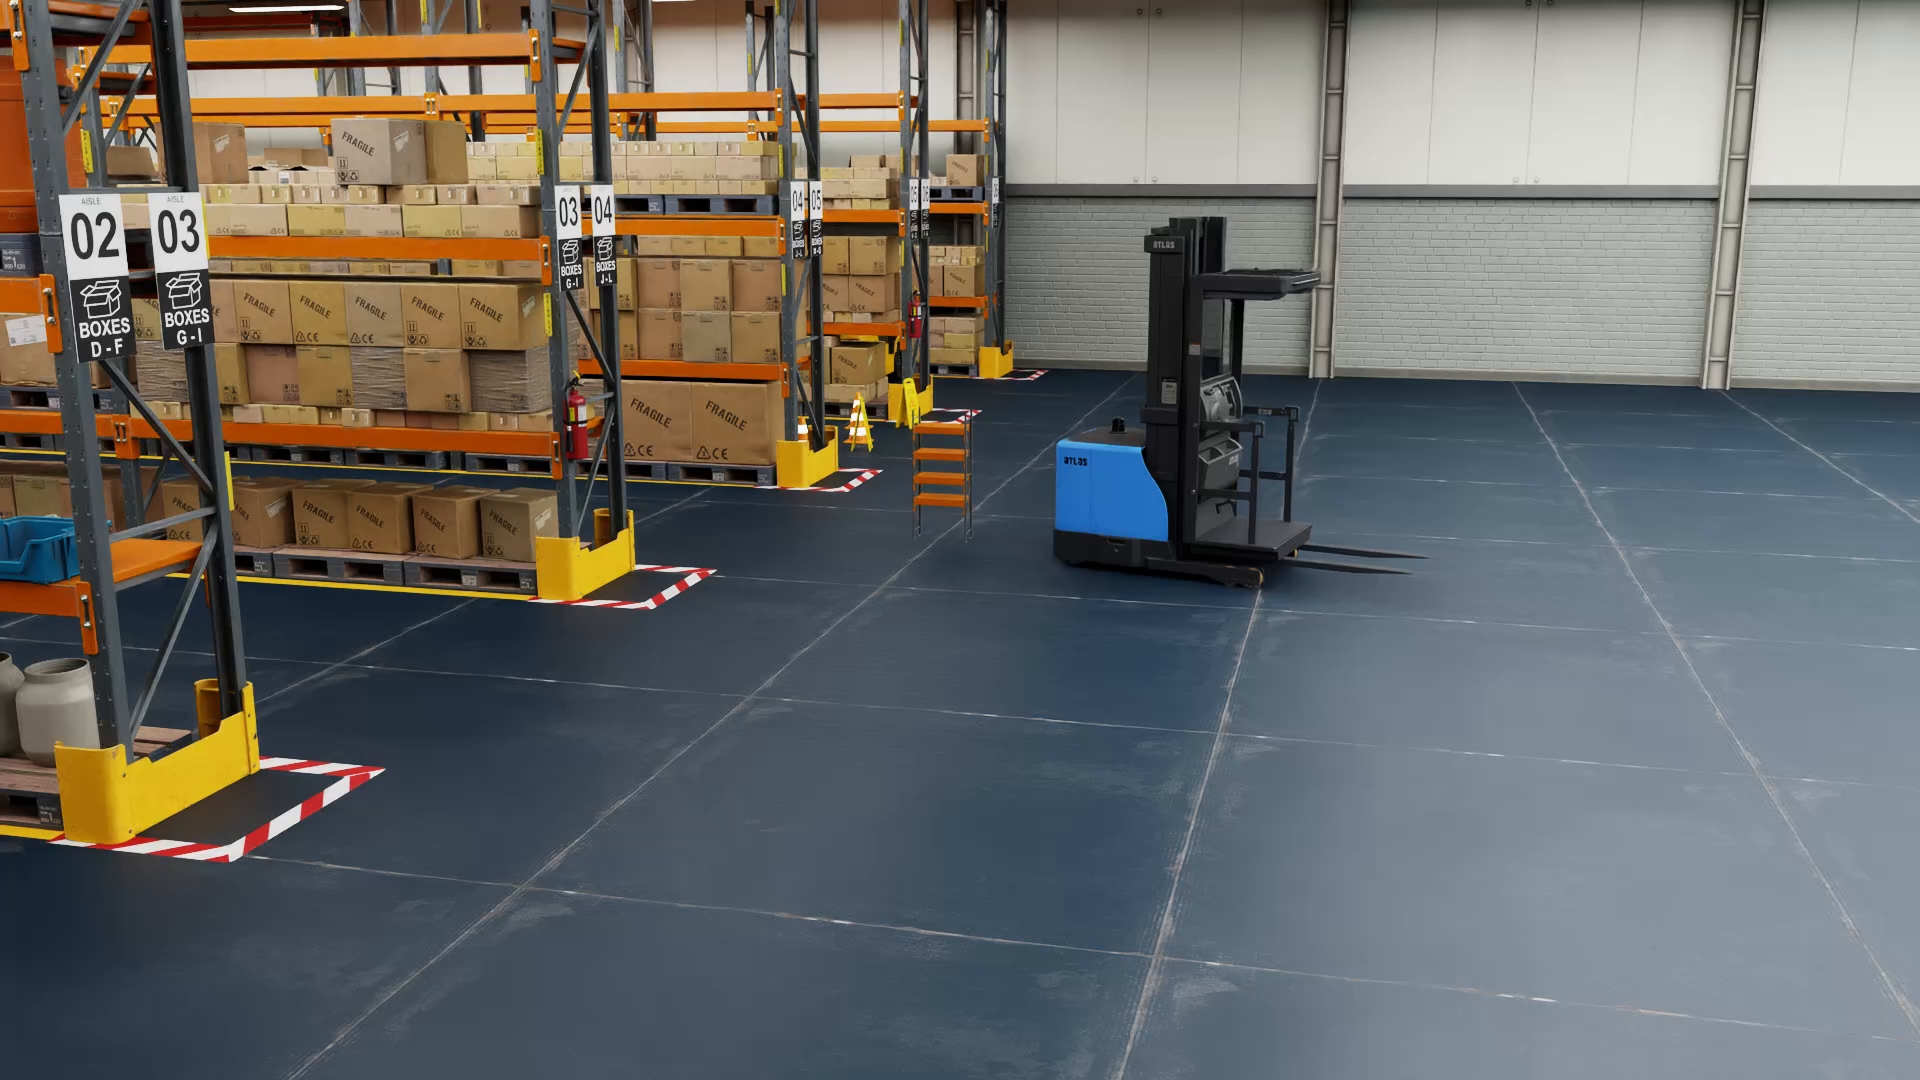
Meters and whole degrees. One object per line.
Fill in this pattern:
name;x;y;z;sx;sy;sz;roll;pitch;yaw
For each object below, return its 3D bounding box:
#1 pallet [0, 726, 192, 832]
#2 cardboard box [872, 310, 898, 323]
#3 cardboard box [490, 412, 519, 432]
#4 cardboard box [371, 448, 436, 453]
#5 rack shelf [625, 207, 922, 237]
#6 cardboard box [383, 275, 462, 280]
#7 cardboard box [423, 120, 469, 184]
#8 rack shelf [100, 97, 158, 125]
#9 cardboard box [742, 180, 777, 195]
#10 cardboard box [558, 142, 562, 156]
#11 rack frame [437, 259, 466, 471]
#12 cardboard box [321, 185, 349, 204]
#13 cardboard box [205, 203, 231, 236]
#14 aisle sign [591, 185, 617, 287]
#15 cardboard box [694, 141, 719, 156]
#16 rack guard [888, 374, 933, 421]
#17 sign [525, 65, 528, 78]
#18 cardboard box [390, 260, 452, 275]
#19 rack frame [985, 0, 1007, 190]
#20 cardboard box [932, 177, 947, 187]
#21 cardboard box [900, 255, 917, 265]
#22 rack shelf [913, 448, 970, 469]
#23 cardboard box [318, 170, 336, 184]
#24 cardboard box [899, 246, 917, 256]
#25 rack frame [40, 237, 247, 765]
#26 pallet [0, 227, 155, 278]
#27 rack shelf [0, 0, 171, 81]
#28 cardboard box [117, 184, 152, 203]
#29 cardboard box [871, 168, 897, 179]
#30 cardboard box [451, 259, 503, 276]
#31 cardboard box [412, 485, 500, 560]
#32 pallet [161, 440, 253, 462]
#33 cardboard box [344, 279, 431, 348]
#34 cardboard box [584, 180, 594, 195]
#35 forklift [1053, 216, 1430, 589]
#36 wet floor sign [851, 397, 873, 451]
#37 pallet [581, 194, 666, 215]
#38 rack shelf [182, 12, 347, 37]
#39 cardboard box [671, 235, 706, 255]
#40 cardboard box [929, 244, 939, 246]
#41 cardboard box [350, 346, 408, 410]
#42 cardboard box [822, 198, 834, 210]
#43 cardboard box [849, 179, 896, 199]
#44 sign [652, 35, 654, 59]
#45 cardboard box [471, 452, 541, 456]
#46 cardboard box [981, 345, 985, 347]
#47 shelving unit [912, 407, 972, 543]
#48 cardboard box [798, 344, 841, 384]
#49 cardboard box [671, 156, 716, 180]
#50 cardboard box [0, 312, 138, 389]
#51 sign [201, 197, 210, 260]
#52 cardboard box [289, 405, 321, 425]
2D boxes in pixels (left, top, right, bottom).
pallet;-5.039;1.256;9.101;1.213;0.211;1.003;3;13;14
cardboard box;-1.020;-3.045;22.630;0.250;0.149;0.380;4;13;15
cardboard box;-3.549;-0.971;13.283;0.250;0.149;0.380;3;13;14
cardboard box;-6.201;-1.475;19.197;0.750;0.750;1.050;3;13;13
rack shelf;-2.547;-4.410;22.939;4.000;0.370;1.077;3;13;14
cardboard box;-4.418;-1.931;13.800;0.500;0.500;0.500;3;13;14
cardboard box;-4.357;-3.146;13.506;0.500;0.500;0.500;3;13;13
rack shelf;-11.402;-5.049;19.813;4.000;0.370;1.077;3;13;14
cardboard box;-2.097;-3.689;17.405;0.250;0.149;0.380;3;13;13
cardboard box;-4.315;-4.197;17.854;0.250;0.149;0.380;3;13;14
rack frame;-5.577;-2.355;18.938;0.127;3.000;1.000;3;13;14
cardboard box;-4.841;-2.737;13.162;0.250;0.149;0.380;2;13;11
cardboard box;-5.973;-2.605;13.485;0.500;0.250;0.500;3;13;13
aisle sign;-2.848;-2.438;13.314;0.004;0.787;0.394;3;13;14
cardboard box;-2.593;-4.105;17.439;0.250;0.149;0.380;3;13;14
rack guard;-0.679;-1.977;23.007;0.348;0.500;1.175;3;13;14
sign;-7.307;-7.961;28.019;0.005;0.325;0.100;3;13;14
cardboard box;-6.060;-2.916;18.930;0.500;0.500;0.700;3;13;13
rack frame;0.580;-7.166;26.774;0.127;3.000;1.000;3;13;14
cardboard box;-0.297;-5.812;26.976;0.250;0.149;0.380;3;13;12
cardboard box;-0.825;-4.615;27.395;0.250;0.149;0.380;3;13;12
rack shelf;-0.161;-0.747;15.125;0.480;0.148;0.258;3;13;14
cardboard box;-6.828;-4.018;18.654;0.500;0.250;0.500;3;13;13
cardboard box;-0.829;-4.755;27.343;0.250;0.149;0.380;3;13;15
rack frame;-4.167;-0.068;8.631;0.127;3.000;1.000;3;13;14
pallet;-4.946;-1.504;8.613;1.213;0.211;1.003;3;13;14
rack shelf;-6.108;-2.554;8.570;4.000;0.370;1.077;3;13;14
cardboard box;-6.622;-2.821;13.541;0.250;0.149;0.380;3;13;12
cardboard box;-1.005;-4.880;22.133;0.250;0.149;0.380;3;13;14
cardboard box;-5.227;-2.929;18.686;0.550;0.550;0.875;3;13;14
cardboard box;-4.171;-0.154;13.820;0.500;0.500;0.500;7;14;28
pallet;-8.713;-1.144;19.920;1.213;0.211;1.003;3;13;14
cardboard box;-4.545;-1.819;13.299;0.500;0.500;0.500;3;13;14
cardboard box;-3.828;-3.781;17.821;0.250;0.149;0.380;3;13;14
forklift;2.351;-1.168;13.746;3.031;2.935;1.130;6;14;27
wet floor sign;-1.191;-1.413;20.128;0.232;0.644;0.267;1;13;4
pallet;-3.604;-3.668;18.135;1.213;0.211;1.003;3;13;14
rack shelf;-13.012;-9.164;29.767;4.000;0.370;1.077;3;13;14
cardboard box;-3.623;-3.984;23.054;0.500;0.500;0.700;3;13;14
cardboard box;-0.437;-4.858;27.805;0.250;0.149;0.380;3;13;14
cardboard box;-4.497;-1.374;13.598;0.500;0.500;0.875;3;13;14
cardboard box;-1.748;-4.549;22.483;0.250;0.149;0.380;3;13;14
cardboard box;-1.167;-4.700;22.242;0.500;0.250;0.500;3;13;13
sign;-4.341;-6.938;23.404;0.005;0.325;0.100;3;13;14
cardboard box;-4.983;-1.475;18.910;0.875;0.875;0.875;3;13;14
cardboard box;0.150;-3.167;27.976;0.500;0.250;0.500;3;13;14
shelving unit;-0.161;-0.594;15.159;0.503;1.200;0.258;3;13;14
cardboard box;-1.953;-2.435;22.948;0.500;0.500;0.500;4;13;16
cardboard box;-2.721;-3.930;17.573;0.500;0.250;0.500;3;13;14
cardboard box;-7.601;-1.886;14.469;1.000;1.000;1.000;3;13;14
sign;-4.031;-1.652;8.825;0.005;0.325;0.100;3;13;14
cardboard box;-5.267;-1.045;13.615;0.250;0.149;0.380;3;13;14
